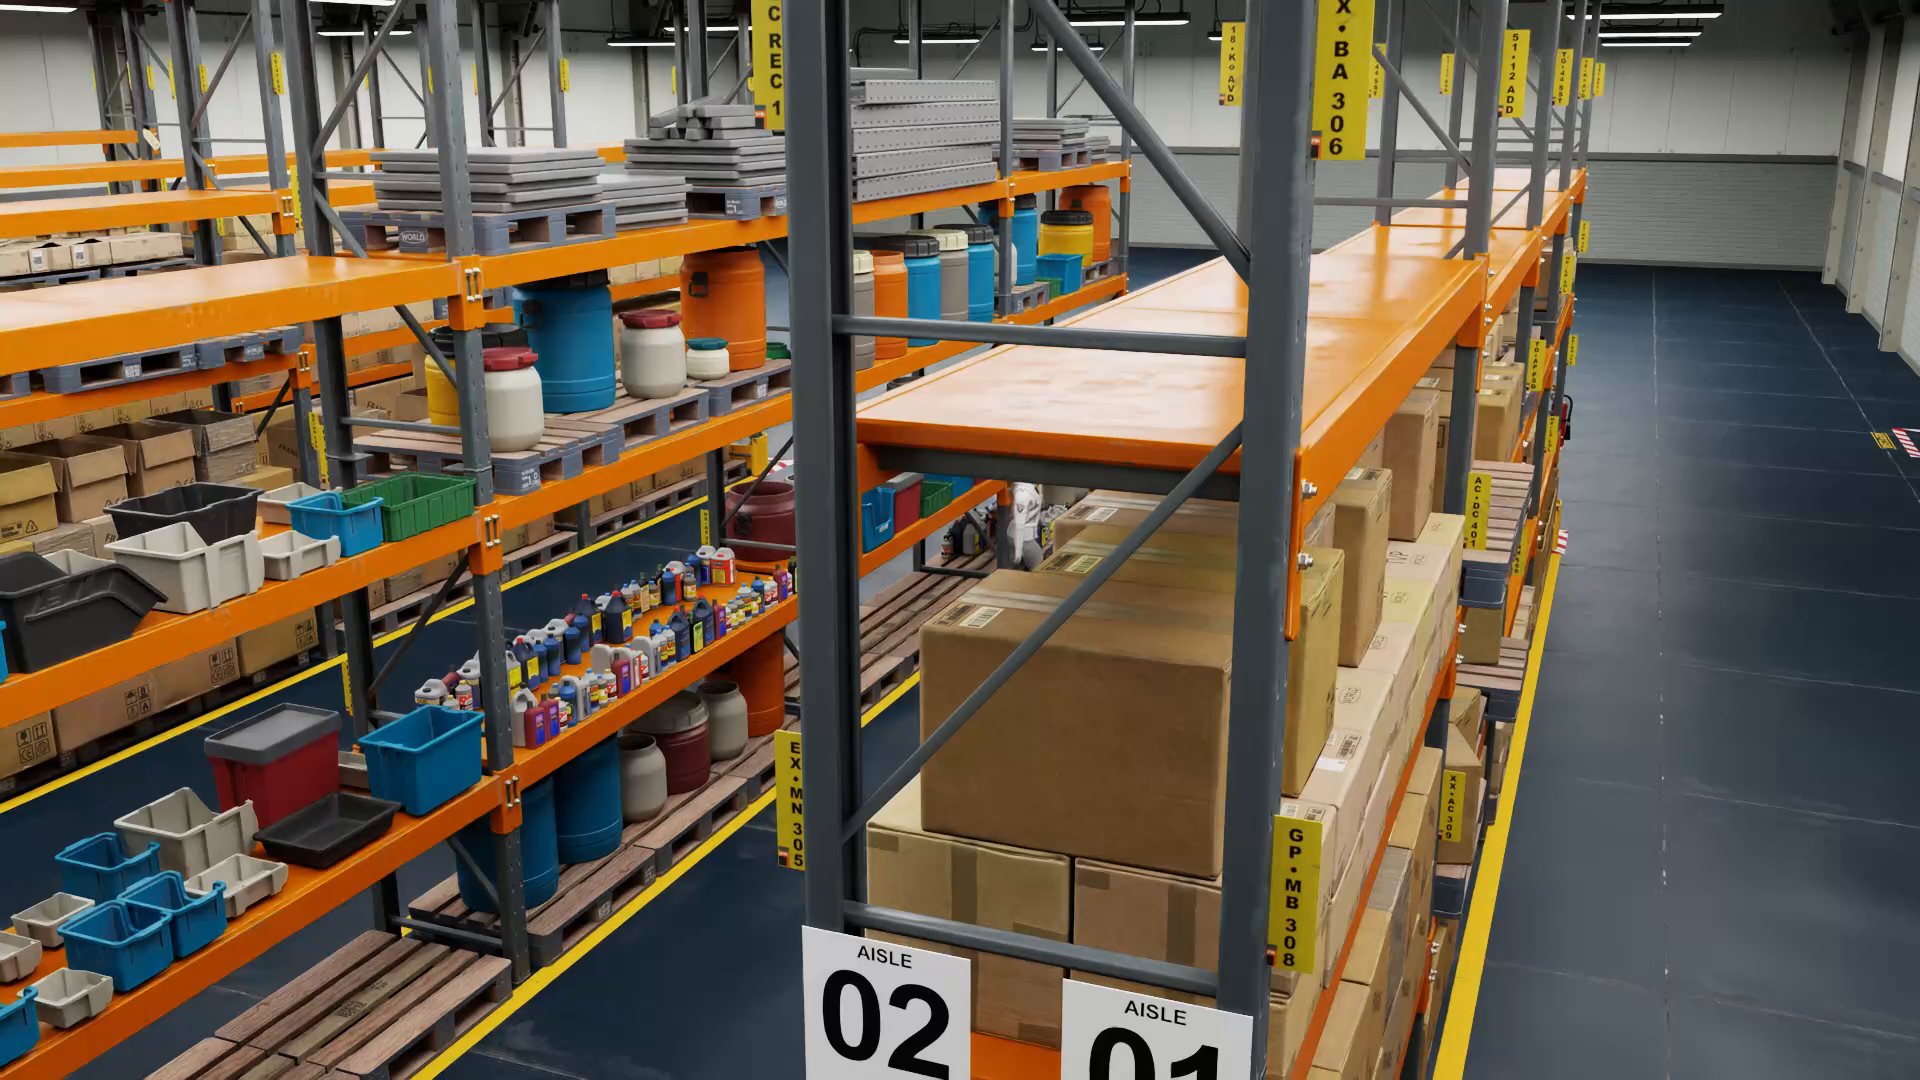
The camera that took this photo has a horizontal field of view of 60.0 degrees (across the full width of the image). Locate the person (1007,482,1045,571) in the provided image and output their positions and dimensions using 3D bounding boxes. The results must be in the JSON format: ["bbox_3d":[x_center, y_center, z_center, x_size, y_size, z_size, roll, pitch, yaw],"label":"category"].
[{"bbox_3d":[0.577,-0.018,15.649,0.924,1.649,0.499,-1,15,-2],"label":"person"}]
